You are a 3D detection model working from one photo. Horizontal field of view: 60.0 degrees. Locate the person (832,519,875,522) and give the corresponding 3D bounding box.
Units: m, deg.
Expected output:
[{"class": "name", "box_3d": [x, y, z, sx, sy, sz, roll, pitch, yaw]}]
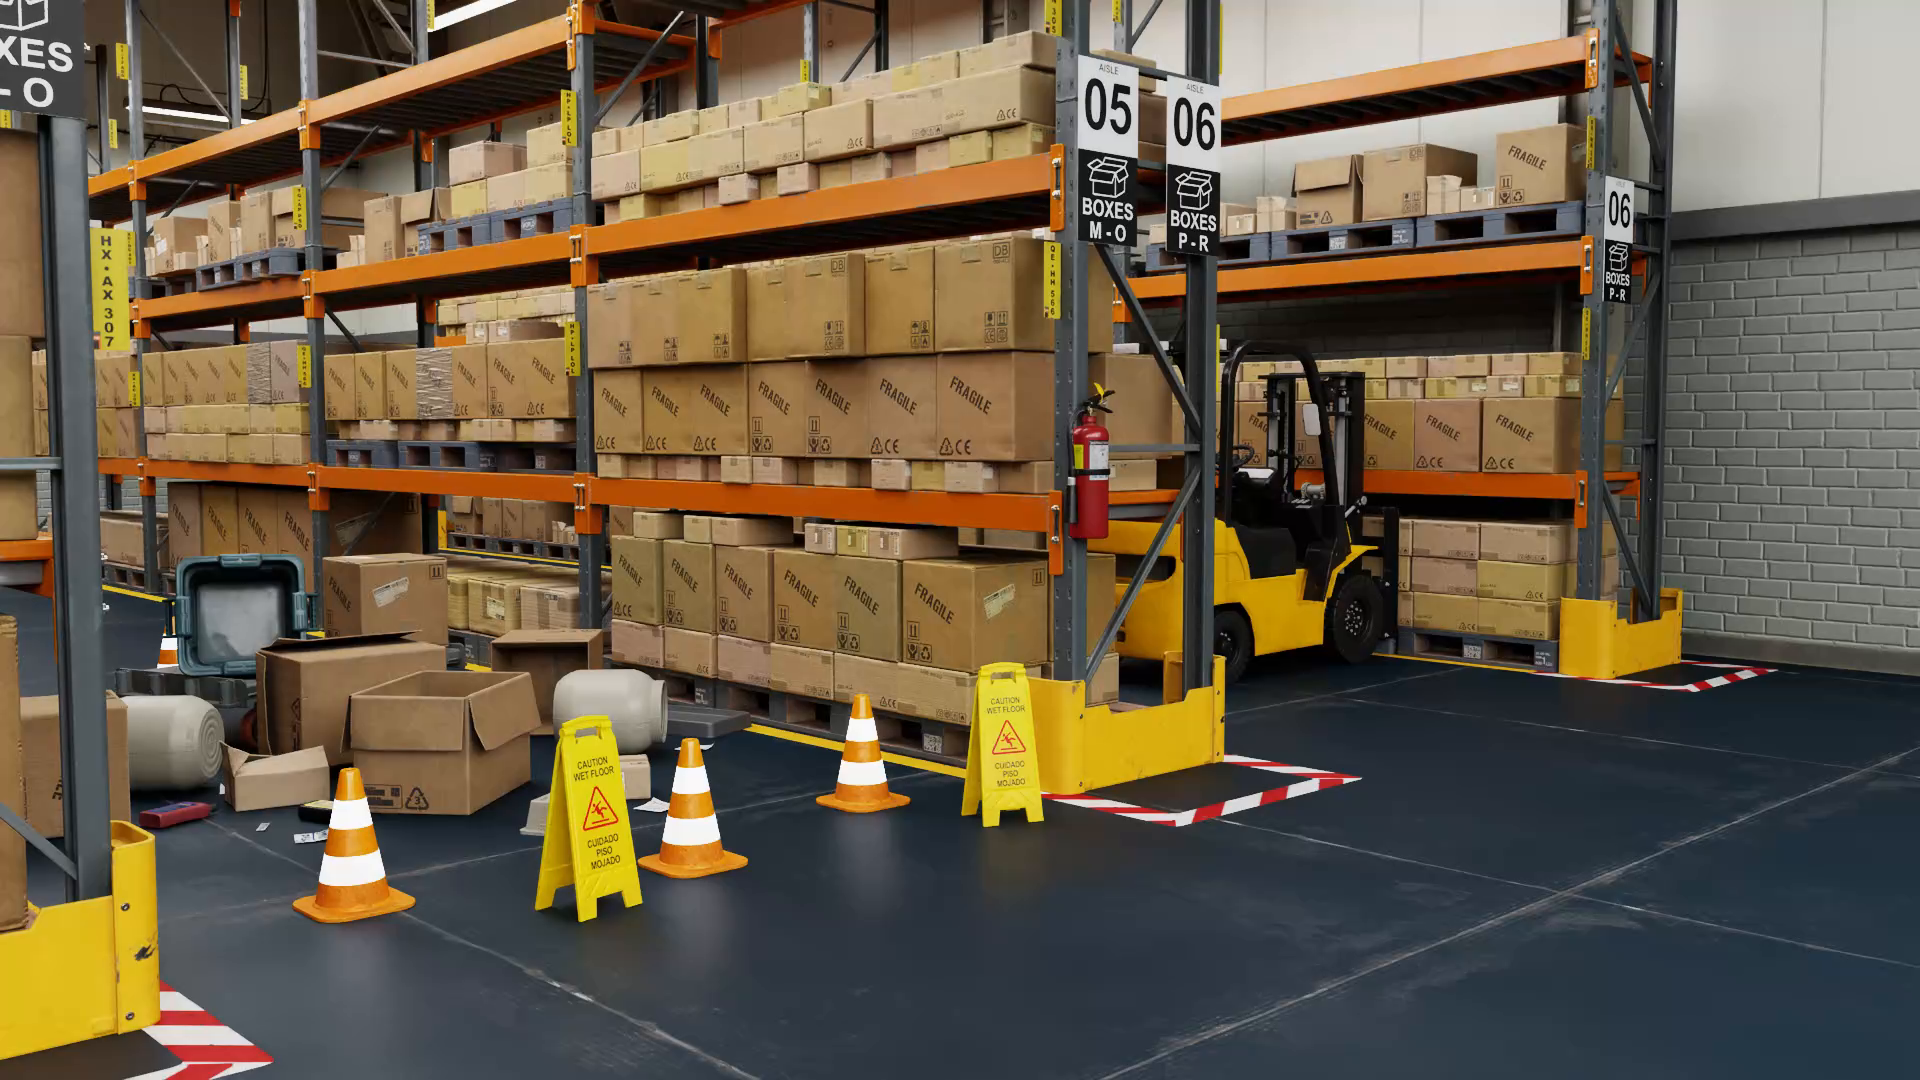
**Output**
[{"class": "person", "box_3d": [-0.767, -0.091, 11.991, 1.092, 1.730, 0.547, 4, 5, 42]}]
